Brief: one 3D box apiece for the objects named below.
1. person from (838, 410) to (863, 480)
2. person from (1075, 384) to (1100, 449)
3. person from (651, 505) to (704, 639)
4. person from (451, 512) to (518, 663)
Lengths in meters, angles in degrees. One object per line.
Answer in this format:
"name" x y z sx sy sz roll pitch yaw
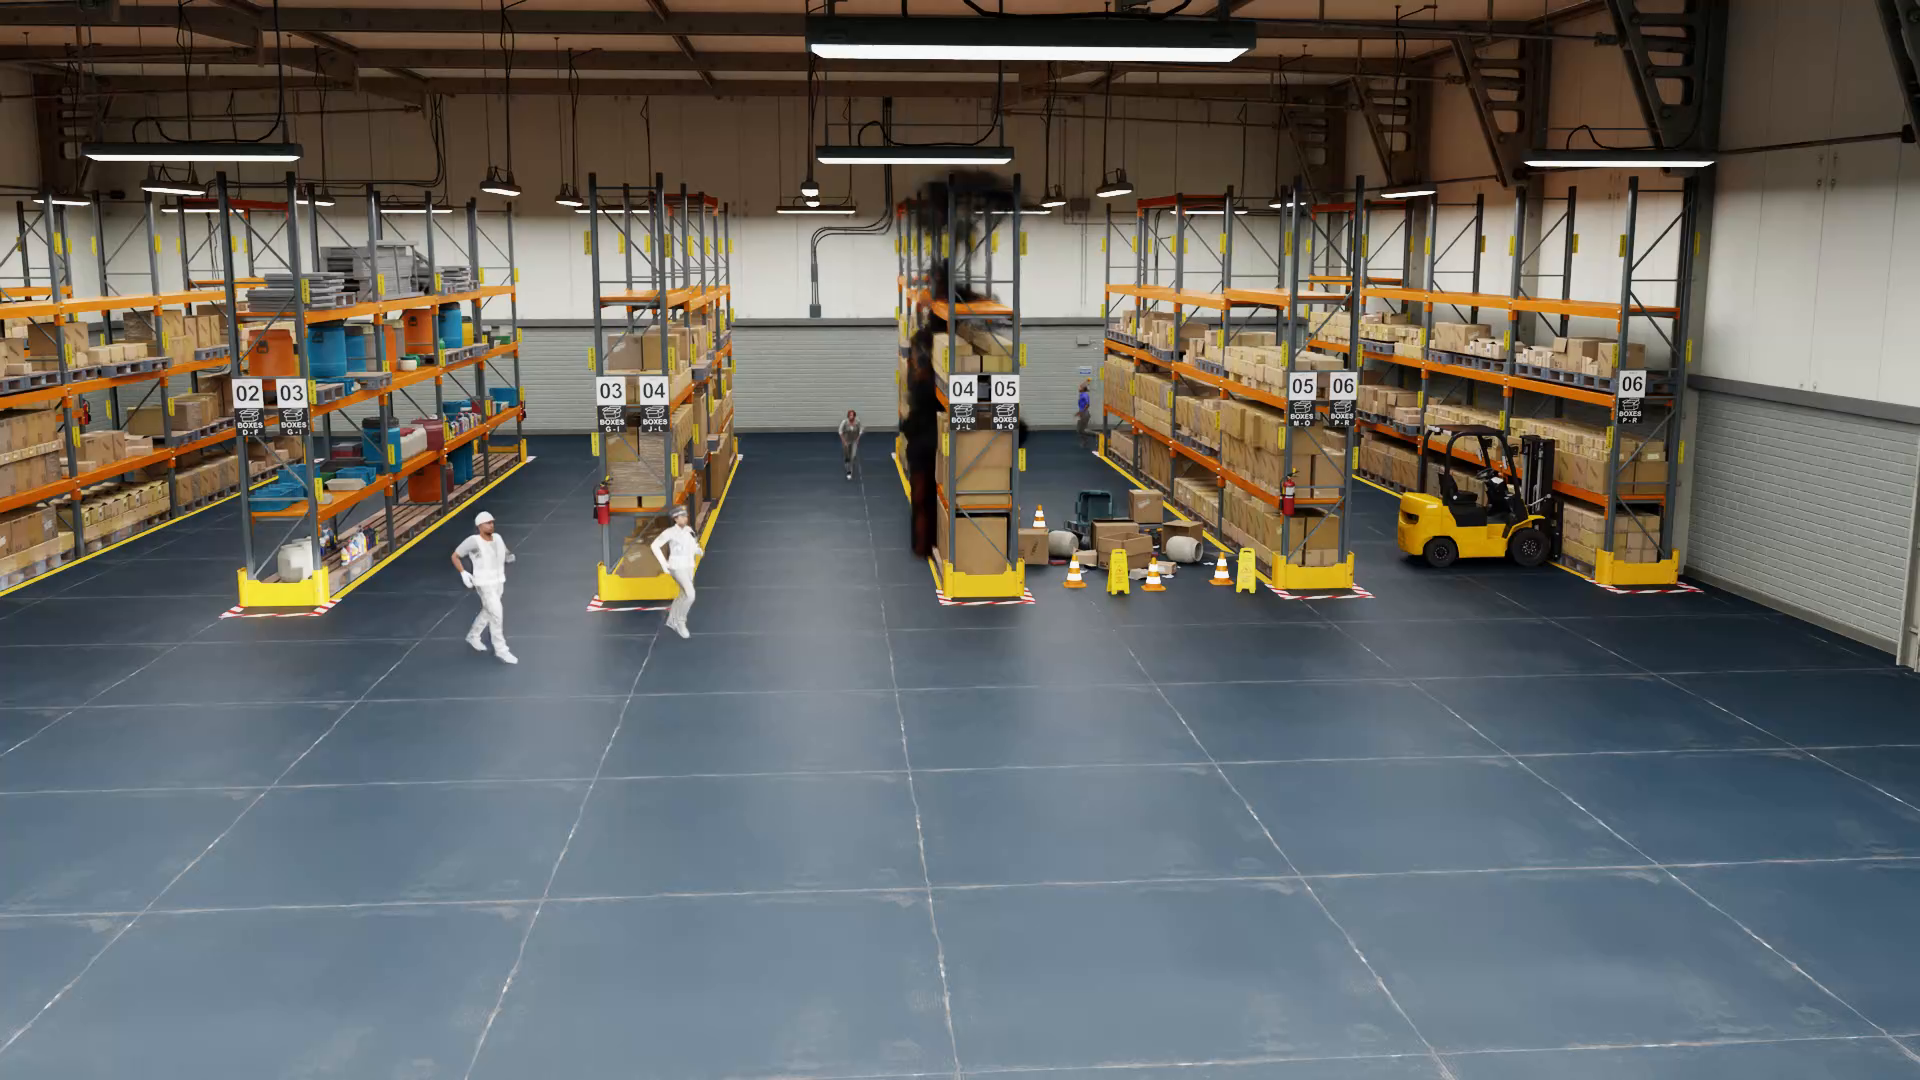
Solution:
"person" -2.396 -2.092 36.317 0.539 1.530 0.818 -3 10 -15
"person" 3.179 -3.067 41.502 0.608 1.628 0.595 1 10 4
"person" -3.586 0.403 21.482 0.703 1.723 0.581 6 12 31
"person" -5.758 0.556 20.310 0.898 1.816 0.672 4 11 24
